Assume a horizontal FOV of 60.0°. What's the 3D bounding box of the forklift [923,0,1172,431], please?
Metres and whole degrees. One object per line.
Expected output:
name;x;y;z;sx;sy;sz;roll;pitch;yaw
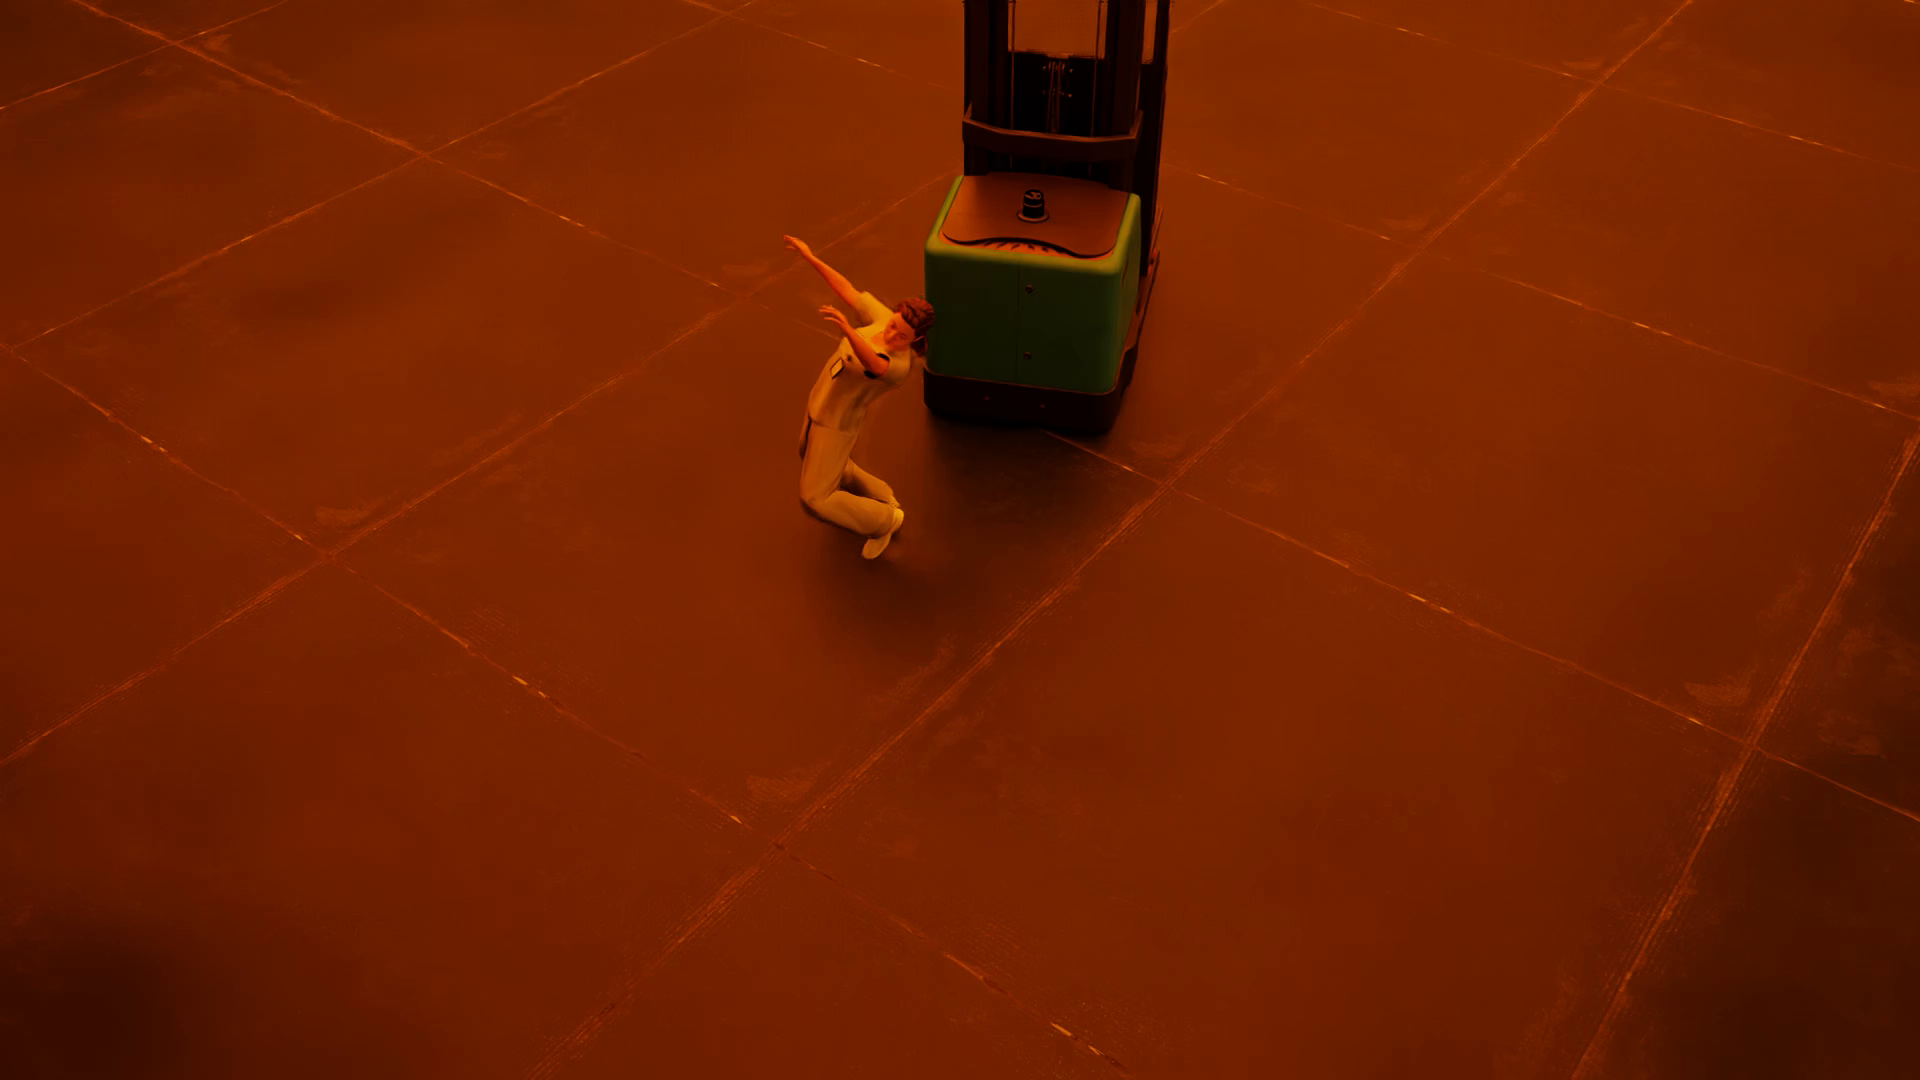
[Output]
forklift;0.616;-2.662;9.196;1.130;2.935;3.031;8;41;9

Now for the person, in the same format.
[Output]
person;-0.476;-0.678;7.911;0.692;1.556;0.880;-7;41;-8
